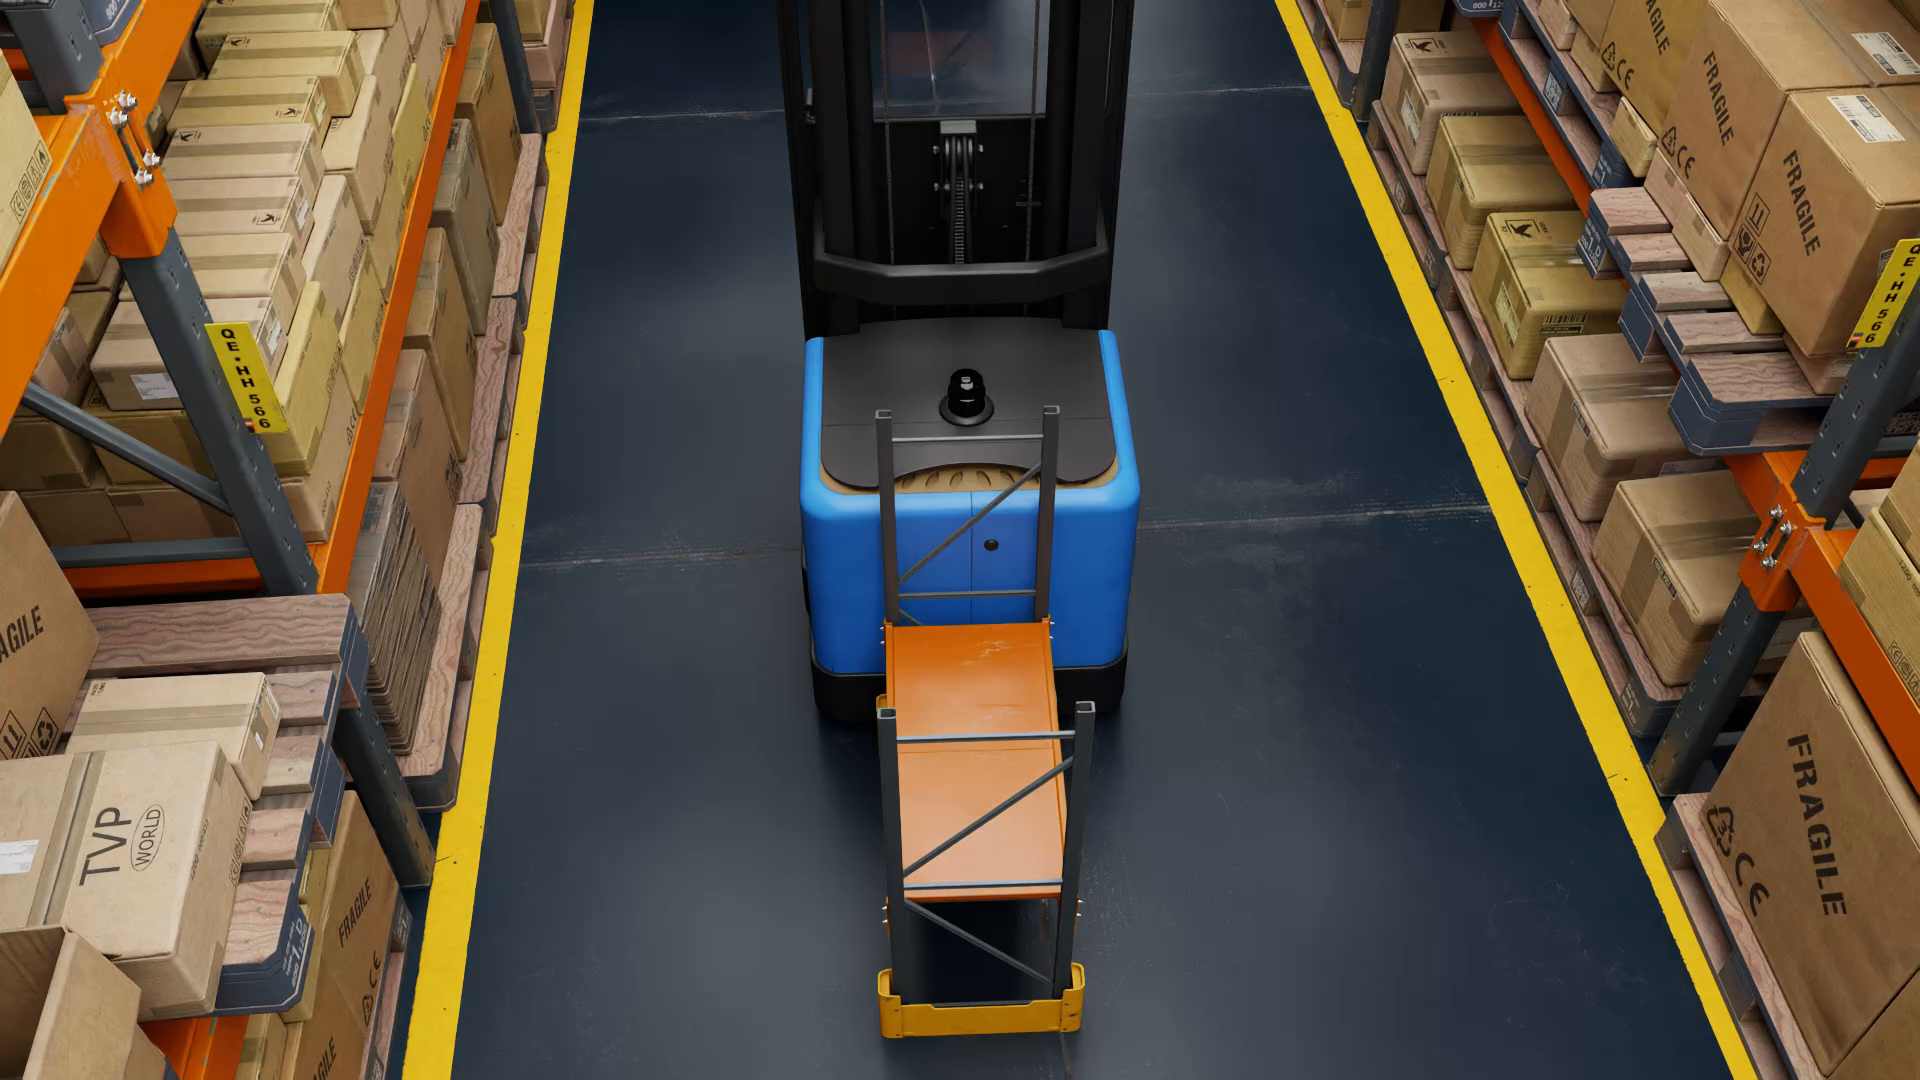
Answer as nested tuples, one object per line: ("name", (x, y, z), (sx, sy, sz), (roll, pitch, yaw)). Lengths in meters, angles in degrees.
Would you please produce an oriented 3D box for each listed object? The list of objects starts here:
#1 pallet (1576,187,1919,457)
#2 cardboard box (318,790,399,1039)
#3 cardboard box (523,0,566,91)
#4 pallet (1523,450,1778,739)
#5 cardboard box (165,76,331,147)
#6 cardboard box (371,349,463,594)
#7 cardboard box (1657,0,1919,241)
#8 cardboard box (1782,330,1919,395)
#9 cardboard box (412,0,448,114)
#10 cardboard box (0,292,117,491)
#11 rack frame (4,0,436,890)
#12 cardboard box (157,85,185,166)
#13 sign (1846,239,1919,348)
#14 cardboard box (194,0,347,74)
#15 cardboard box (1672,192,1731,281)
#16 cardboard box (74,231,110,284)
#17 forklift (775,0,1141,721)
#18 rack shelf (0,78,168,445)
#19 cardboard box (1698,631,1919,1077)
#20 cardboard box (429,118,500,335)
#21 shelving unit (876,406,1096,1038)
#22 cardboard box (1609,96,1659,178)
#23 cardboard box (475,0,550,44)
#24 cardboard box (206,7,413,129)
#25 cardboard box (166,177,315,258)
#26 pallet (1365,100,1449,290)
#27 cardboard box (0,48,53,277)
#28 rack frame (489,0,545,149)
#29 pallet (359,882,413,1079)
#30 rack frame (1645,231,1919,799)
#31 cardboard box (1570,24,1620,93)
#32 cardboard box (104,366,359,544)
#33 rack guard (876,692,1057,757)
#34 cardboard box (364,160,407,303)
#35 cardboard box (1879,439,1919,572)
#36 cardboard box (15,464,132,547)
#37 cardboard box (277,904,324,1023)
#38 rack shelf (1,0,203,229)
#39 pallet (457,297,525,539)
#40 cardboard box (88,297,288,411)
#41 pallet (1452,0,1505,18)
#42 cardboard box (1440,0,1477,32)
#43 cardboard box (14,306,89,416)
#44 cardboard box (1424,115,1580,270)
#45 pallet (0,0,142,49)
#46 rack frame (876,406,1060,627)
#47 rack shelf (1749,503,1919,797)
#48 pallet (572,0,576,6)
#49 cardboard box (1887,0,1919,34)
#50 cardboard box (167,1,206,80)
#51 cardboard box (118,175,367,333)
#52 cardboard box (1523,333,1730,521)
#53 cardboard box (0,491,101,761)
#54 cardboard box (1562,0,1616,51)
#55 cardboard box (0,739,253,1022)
("pallet", (2.617, -0.702, 4.981), (1.213, 0.211, 1.003), (-3, 47, -3))
("cardboard box", (-1.914, 1.053, 4.619), (0.500, 0.500, 0.500), (-2, 47, -2))
("cardboard box", (-2.209, -2.418, 8.078), (0.500, 0.250, 0.500), (-3, 47, -3))
("pallet", (2.719, 0.134, 5.977), (1.003, 0.211, 1.213), (-3, 47, -3))
("cardboard box", (-2.053, -1.206, 4.811), (0.380, 0.149, 0.250), (-3, 47, -3))
("cardboard box", (-2.265, -0.207, 5.726), (0.875, 0.625, 0.625), (-2, 47, -2))
("cardboard box", (2.413, -1.226, 4.782), (0.500, 0.500, 0.500), (-4, 47, -4))
("cardboard box", (2.521, -0.540, 4.579), (0.380, 0.149, 0.250), (-2, 47, -2))
("cardboard box", (-2.137, -1.724, 5.920), (0.500, 0.250, 0.500), (-3, 47, -3))
("cardboard box", (-2.478, -0.383, 4.306), (0.500, 0.250, 0.500), (-3, 47, -2))
("rack frame", (-2.163, 0.045, 4.141), (1.000, 3.000, 0.127), (-3, 47, -3))
("cardboard box", (-2.562, -1.116, 5.000), (0.500, 0.250, 0.500), (-4, 47, -4))
("sign", (2.243, -0.590, 4.000), (0.100, 0.325, 0.005), (-3, 47, -3))
("cardboard box", (-2.133, -1.576, 5.161), (0.380, 0.149, 0.250), (-3, 47, -3))
("cardboard box", (2.360, -0.909, 4.929), (0.380, 0.149, 0.250), (-4, 47, -4))
("cardboard box", (-2.487, -0.809, 4.434), (0.380, 0.149, 0.250), (-4, 47, -3))
("forklift", (-0.025, -1.461, 5.615), (1.130, 2.935, 3.031), (-2, 47, -2))
("rack shelf", (-1.996, 0.708, 1.943), (1.077, 0.370, 4.000), (-3, 47, -3))
("cardboard box", (2.758, 0.832, 4.570), (0.875, 0.875, 0.875), (-4, 47, -4))
("cardboard box", (-2.386, -1.238, 6.703), (0.875, 0.625, 0.625), (-4, 47, -4))
("shelving unit", (0.041, 0.543, 4.702), (0.587, 1.500, 1.083), (-2, 47, -2))
("cardboard box", (2.310, -1.290, 5.290), (0.380, 0.149, 0.250), (-3, 47, -3))
("cardboard box", (-2.231, -2.588, 7.896), (0.500, 0.250, 0.500), (-4, 47, -3))
("cardboard box", (-2.092, -1.521, 5.384), (0.500, 0.250, 0.500), (-3, 47, -3))
("cardboard box", (-1.967, -0.838, 4.462), (0.380, 0.149, 0.250), (-2, 47, -2))
("pallet", (2.514, -1.631, 7.649), (1.003, 0.211, 1.213), (-3, 47, -3))
("cardboard box", (-1.879, -0.578, 2.769), (0.500, 0.250, 0.500), (-5, 47, -5))
("rack frame", (-2.498, -2.849, 6.882), (1.000, 3.000, 0.127), (-3, 47, -3))
("pallet", (-2.139, 1.547, 4.640), (1.003, 0.211, 1.213), (-3, 47, -3))
("rack frame", (2.782, -0.259, 4.429), (1.000, 3.000, 0.127), (-3, 47, -3))
("cardboard box", (2.312, -1.656, 5.636), (0.380, 0.149, 0.250), (-5, 47, -5))
("cardboard box", (-1.957, -0.239, 4.514), (0.500, 0.250, 0.500), (-3, 47, -3))
("rack guard", (0.022, 0.612, 5.498), (0.587, 0.250, 0.087), (-2, 47, -2))
("cardboard box", (-2.044, -0.976, 5.211), (0.500, 0.250, 0.500), (-5, 47, -5))
("cardboard box", (2.579, 0.002, 3.941), (0.500, 0.250, 0.500), (-4, 47, -4))
("cardboard box", (-2.456, -0.213, 4.489), (0.500, 0.250, 0.500), (-4, 47, -4))
("cardboard box", (-1.816, 1.075, 4.152), (0.380, 0.149, 0.250), (-6, 47, -5))
("rack shelf", (-2.331, -2.186, 4.684), (1.077, 0.370, 4.000), (-3, 47, -3))
("pallet", (-2.293, -0.475, 6.554), (1.003, 0.211, 1.213), (-3, 47, -3))
("cardboard box", (-1.897, -0.461, 4.105), (0.380, 0.149, 0.250), (-2, 47, -2))
("pallet", (2.367, -2.525, 6.708), (1.003, 0.211, 1.213), (-3, 47, -3))
("cardboard box", (2.667, -2.795, 8.436), (0.500, 0.250, 0.500), (-5, 47, -5))
("cardboard box", (-2.392, -0.435, 4.081), (0.380, 0.149, 0.250), (-2, 47, -2))
("cardboard box", (2.558, -1.495, 7.120), (0.950, 0.372, 0.625), (-1, 47, -1))
("pallet", (-2.309, -1.407, 3.581), (1.213, 0.211, 1.003), (-2, 47, -1))
("rack frame", (0.021, 0.168, 5.058), (0.500, 1.500, 0.032), (-2, 47, -2))
("rack shelf", (2.950, 1.435, 3.320), (1.077, 0.370, 4.000), (-3, 47, -3))
("pallet", (-2.628, -3.353, 9.280), (1.003, 0.211, 1.213), (-3, 47, -3))
("cardboard box", (2.925, -1.256, 4.811), (0.500, 0.500, 0.500), (-1, 47, -1))
("cardboard box", (-2.540, -1.545, 5.132), (0.380, 0.149, 0.250), (-2, 47, -2))
("cardboard box", (-1.998, -0.773, 4.675), (0.500, 0.250, 0.500), (-2, 47, -2))
("cardboard box", (2.675, -0.443, 6.124), (0.950, 0.372, 0.625), (-4, 47, -4))
("cardboard box", (-2.276, 0.248, 3.591), (0.500, 0.500, 0.500), (-2, 47, -1))
("cardboard box", (2.325, -1.986, 5.502), (0.500, 0.500, 0.500), (-5, 47, -5))
("cardboard box", (-1.753, 0.696, 3.339), (0.500, 0.250, 0.500), (-5, 47, -5))
